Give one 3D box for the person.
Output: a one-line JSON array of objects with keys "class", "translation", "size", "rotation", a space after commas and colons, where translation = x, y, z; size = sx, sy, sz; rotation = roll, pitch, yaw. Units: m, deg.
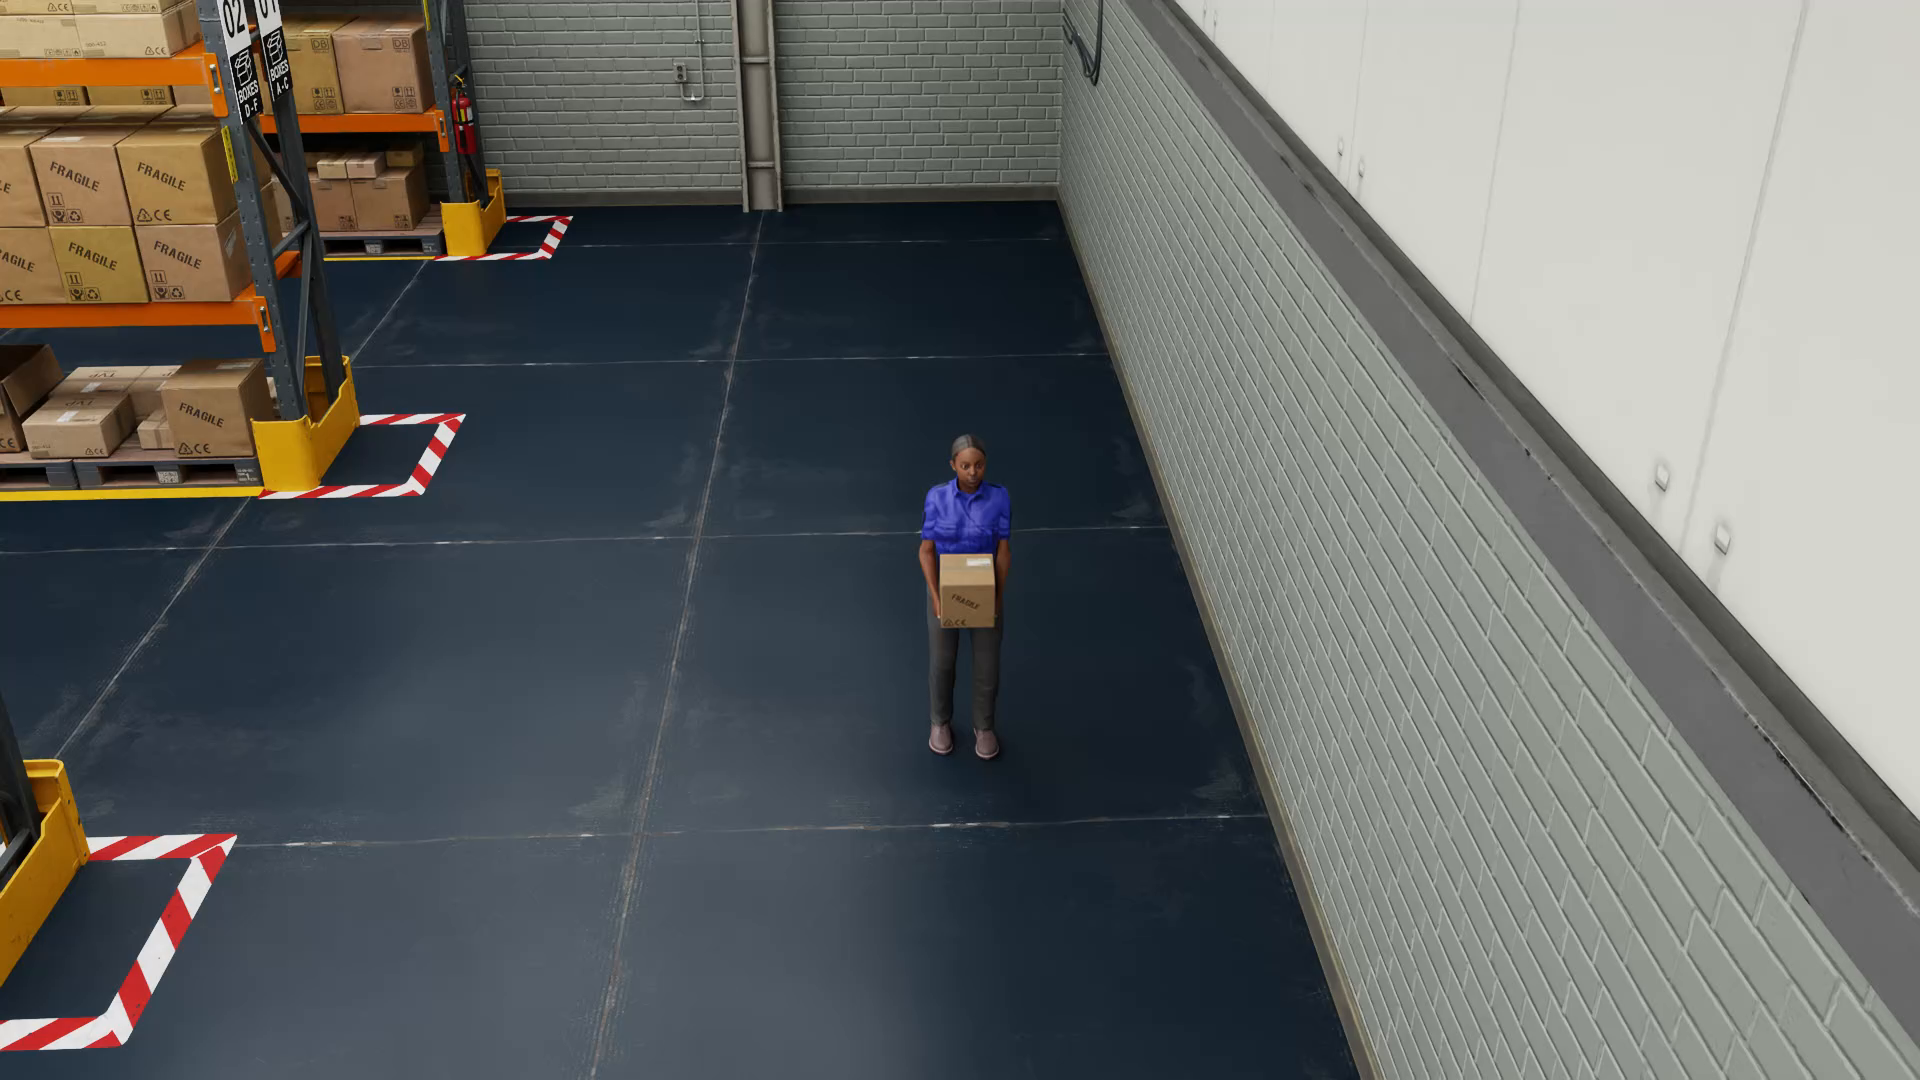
[{"class": "person", "translation": [0.028, 0.307, 8.053], "size": [0.451, 1.648, 0.516], "rotation": [-1, 28, -2]}]
